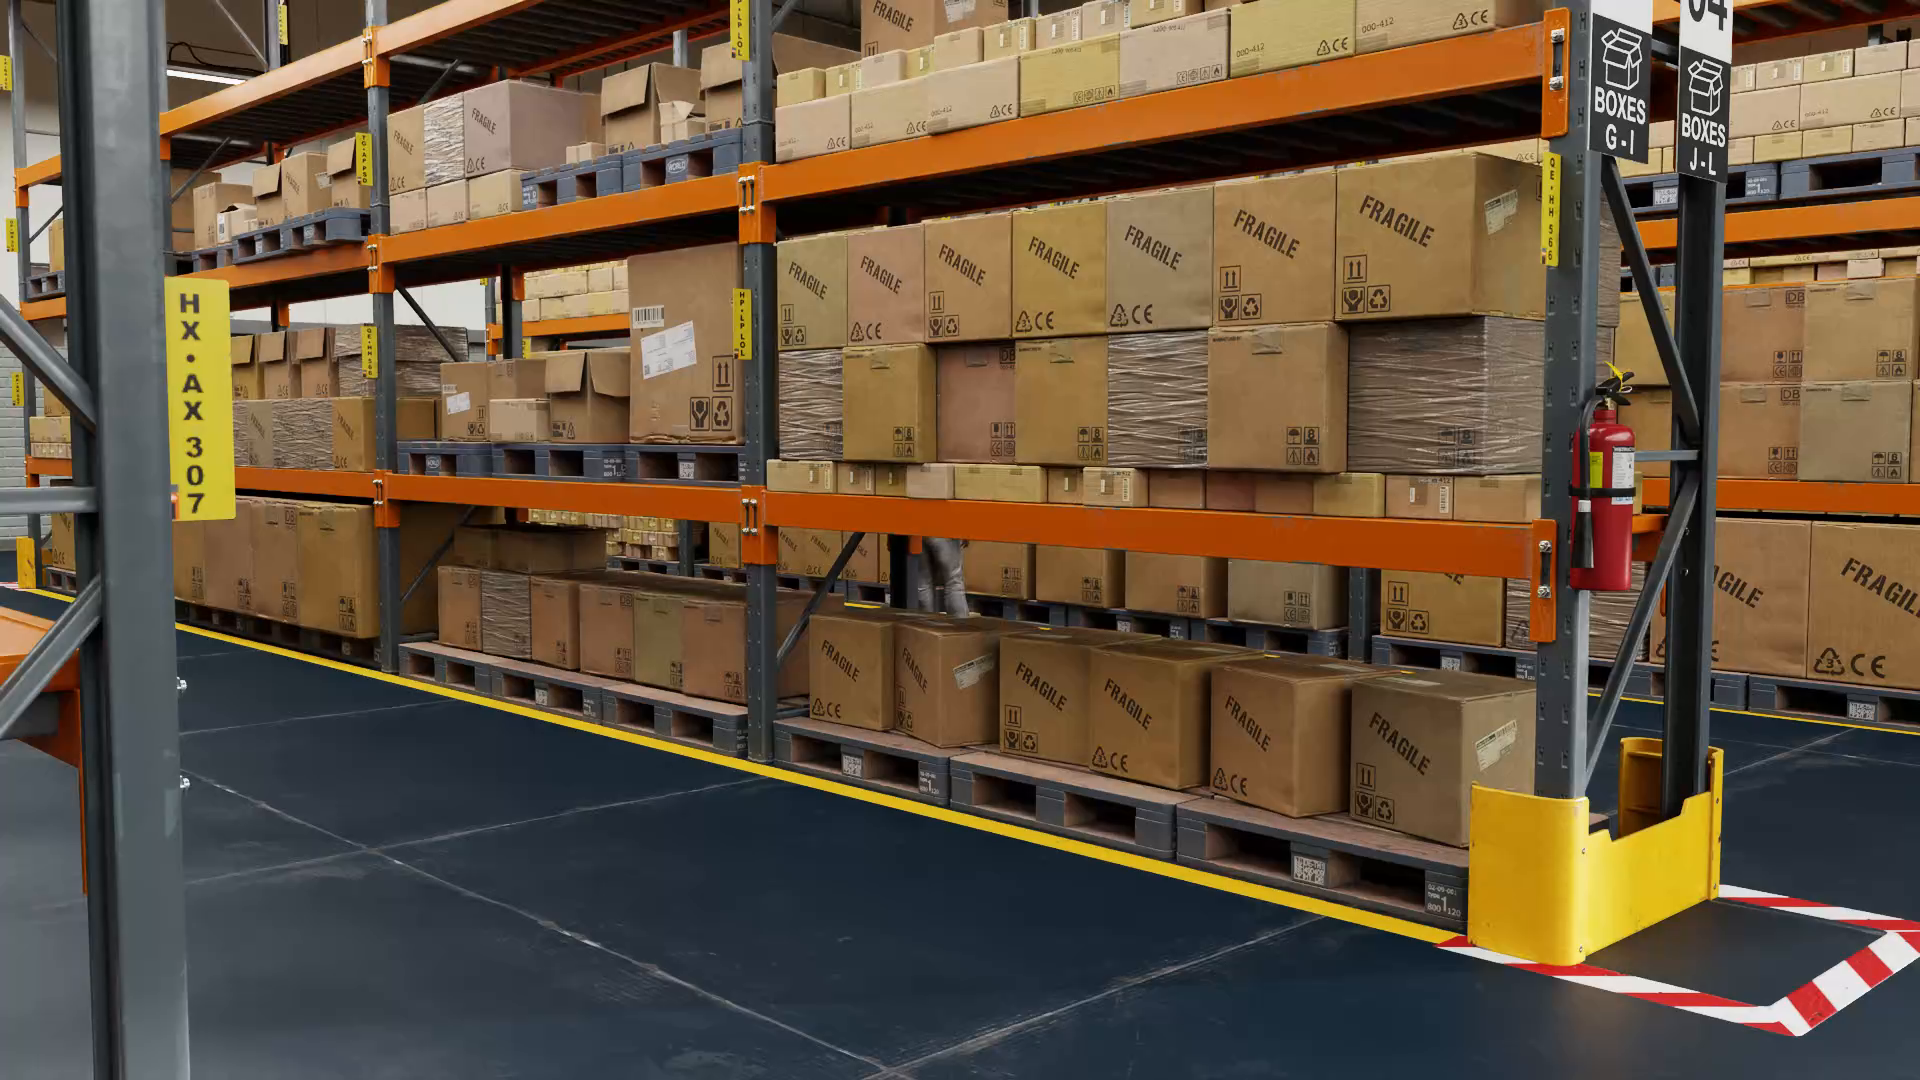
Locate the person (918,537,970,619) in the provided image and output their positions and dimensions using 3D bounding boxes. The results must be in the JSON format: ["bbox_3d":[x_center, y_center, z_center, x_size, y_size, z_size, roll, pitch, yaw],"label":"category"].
[{"bbox_3d":[-0.149,-0.092,11.882,0.577,1.759,0.666,-4,5,-44],"label":"person"}]
